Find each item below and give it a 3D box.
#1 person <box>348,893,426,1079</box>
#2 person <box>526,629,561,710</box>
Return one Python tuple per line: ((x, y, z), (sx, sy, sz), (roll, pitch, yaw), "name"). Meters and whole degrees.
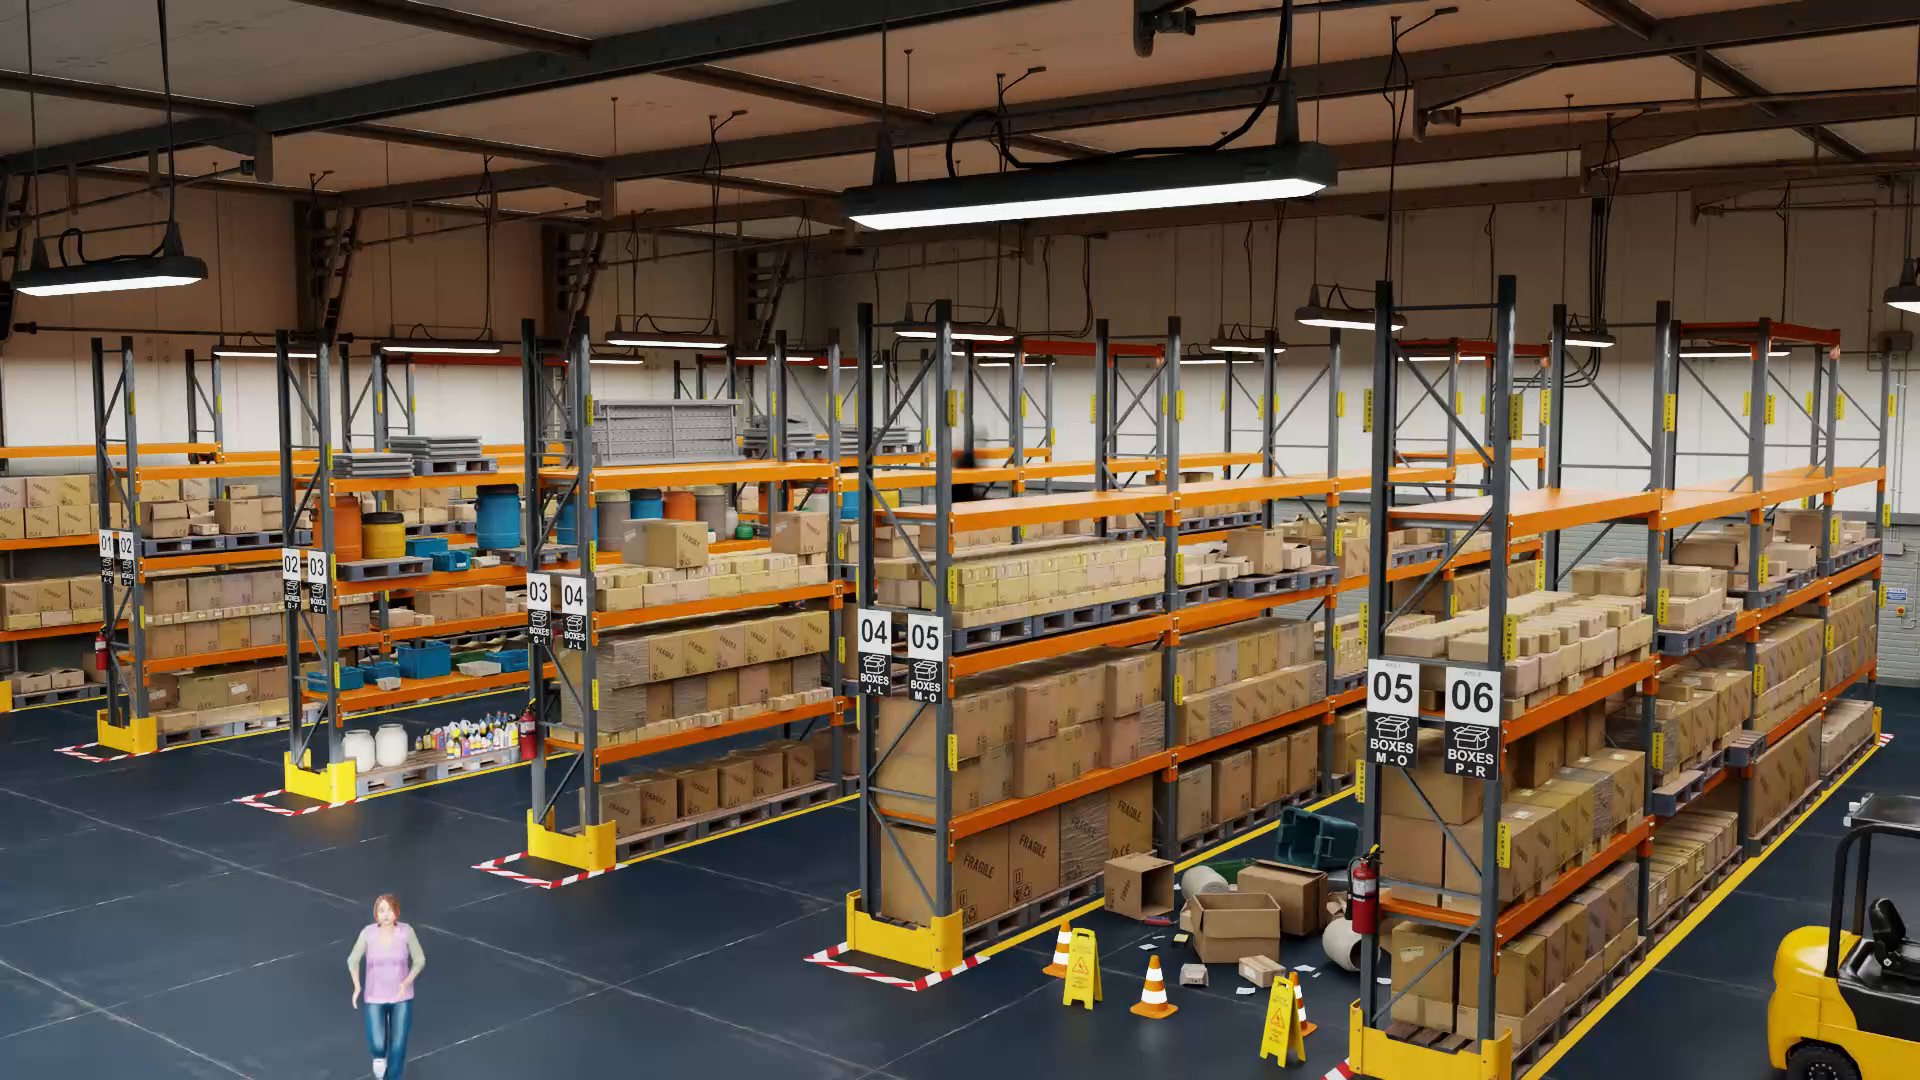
((-4.171, 3.344, 12.120), (0.540, 1.557, 0.543), (-2, 5, -18), "person")
((-6.681, 1.976, 26.680), (0.659, 1.743, 0.709), (3, 6, 32), "person")
